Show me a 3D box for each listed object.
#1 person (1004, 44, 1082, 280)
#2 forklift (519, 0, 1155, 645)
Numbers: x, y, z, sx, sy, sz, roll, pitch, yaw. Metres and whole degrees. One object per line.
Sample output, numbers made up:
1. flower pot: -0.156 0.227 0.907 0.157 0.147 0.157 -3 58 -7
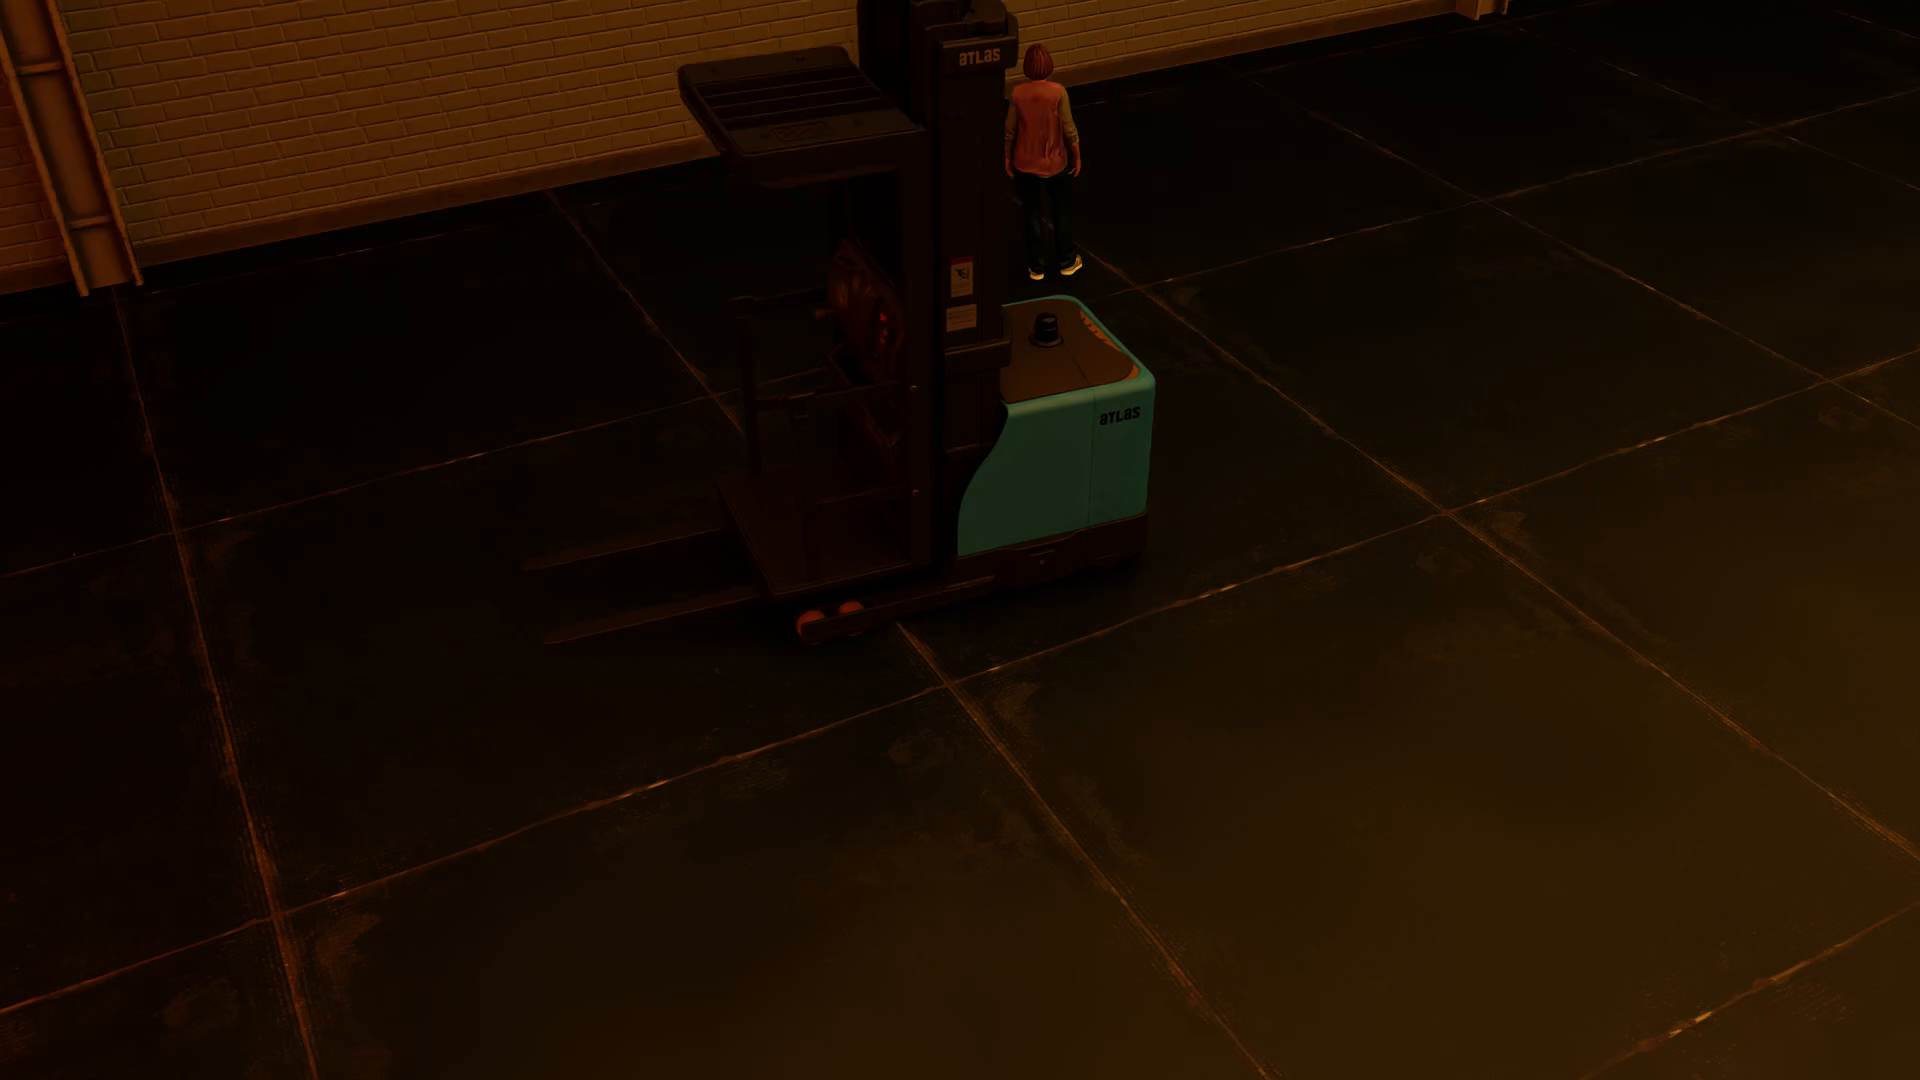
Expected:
1. person: 0.542 -2.443 10.724 0.520 1.597 0.474 7 36 9
2. forklift: -0.620 -1.040 7.594 3.031 2.935 1.130 -13 37 -17
